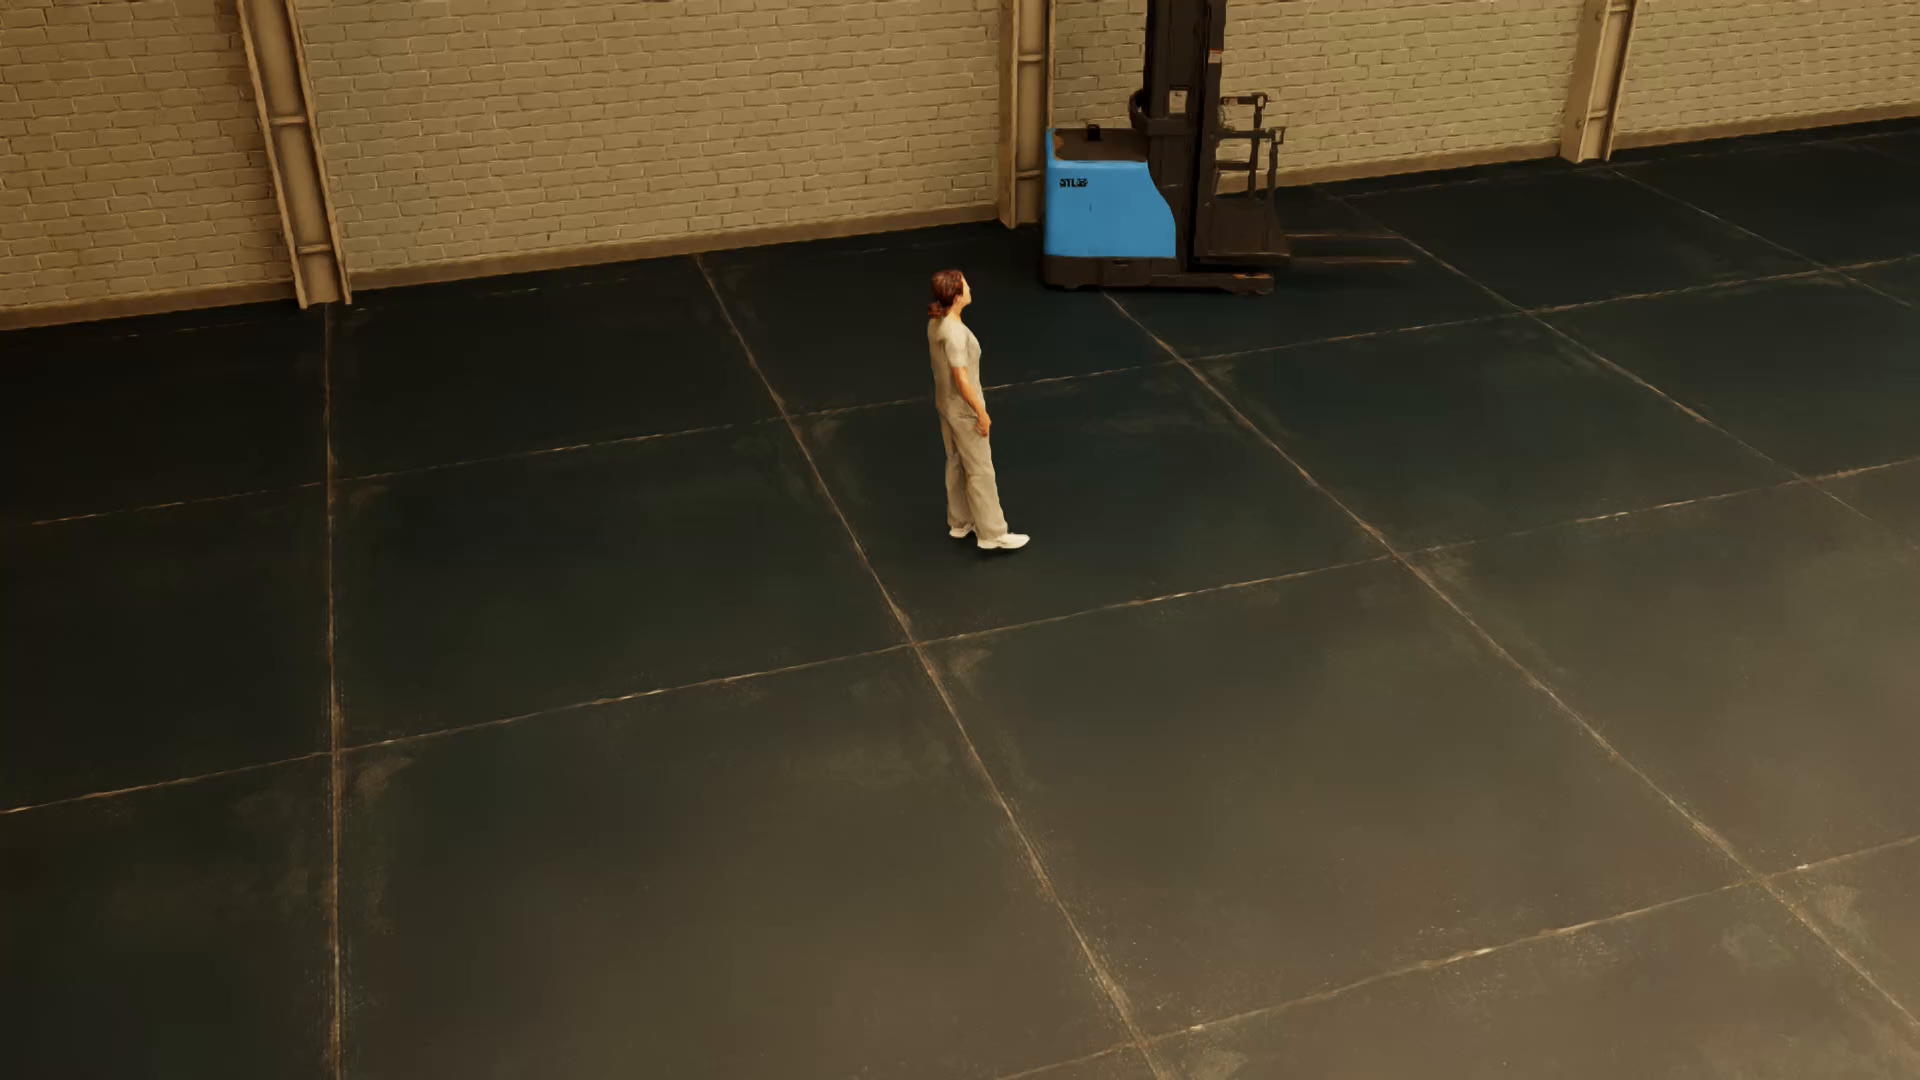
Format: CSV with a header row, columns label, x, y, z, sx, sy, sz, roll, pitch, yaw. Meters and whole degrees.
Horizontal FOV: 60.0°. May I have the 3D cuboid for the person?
label,x,y,z,sx,sy,sz,roll,pitch,yaw
person,0.073,-0.772,9.594,0.549,1.673,0.550,-10,31,-16

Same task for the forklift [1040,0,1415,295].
label,x,y,z,sx,sy,sz,roll,pitch,yaw
forklift,2.191,-3.526,13.215,3.031,2.935,1.130,1,30,1
